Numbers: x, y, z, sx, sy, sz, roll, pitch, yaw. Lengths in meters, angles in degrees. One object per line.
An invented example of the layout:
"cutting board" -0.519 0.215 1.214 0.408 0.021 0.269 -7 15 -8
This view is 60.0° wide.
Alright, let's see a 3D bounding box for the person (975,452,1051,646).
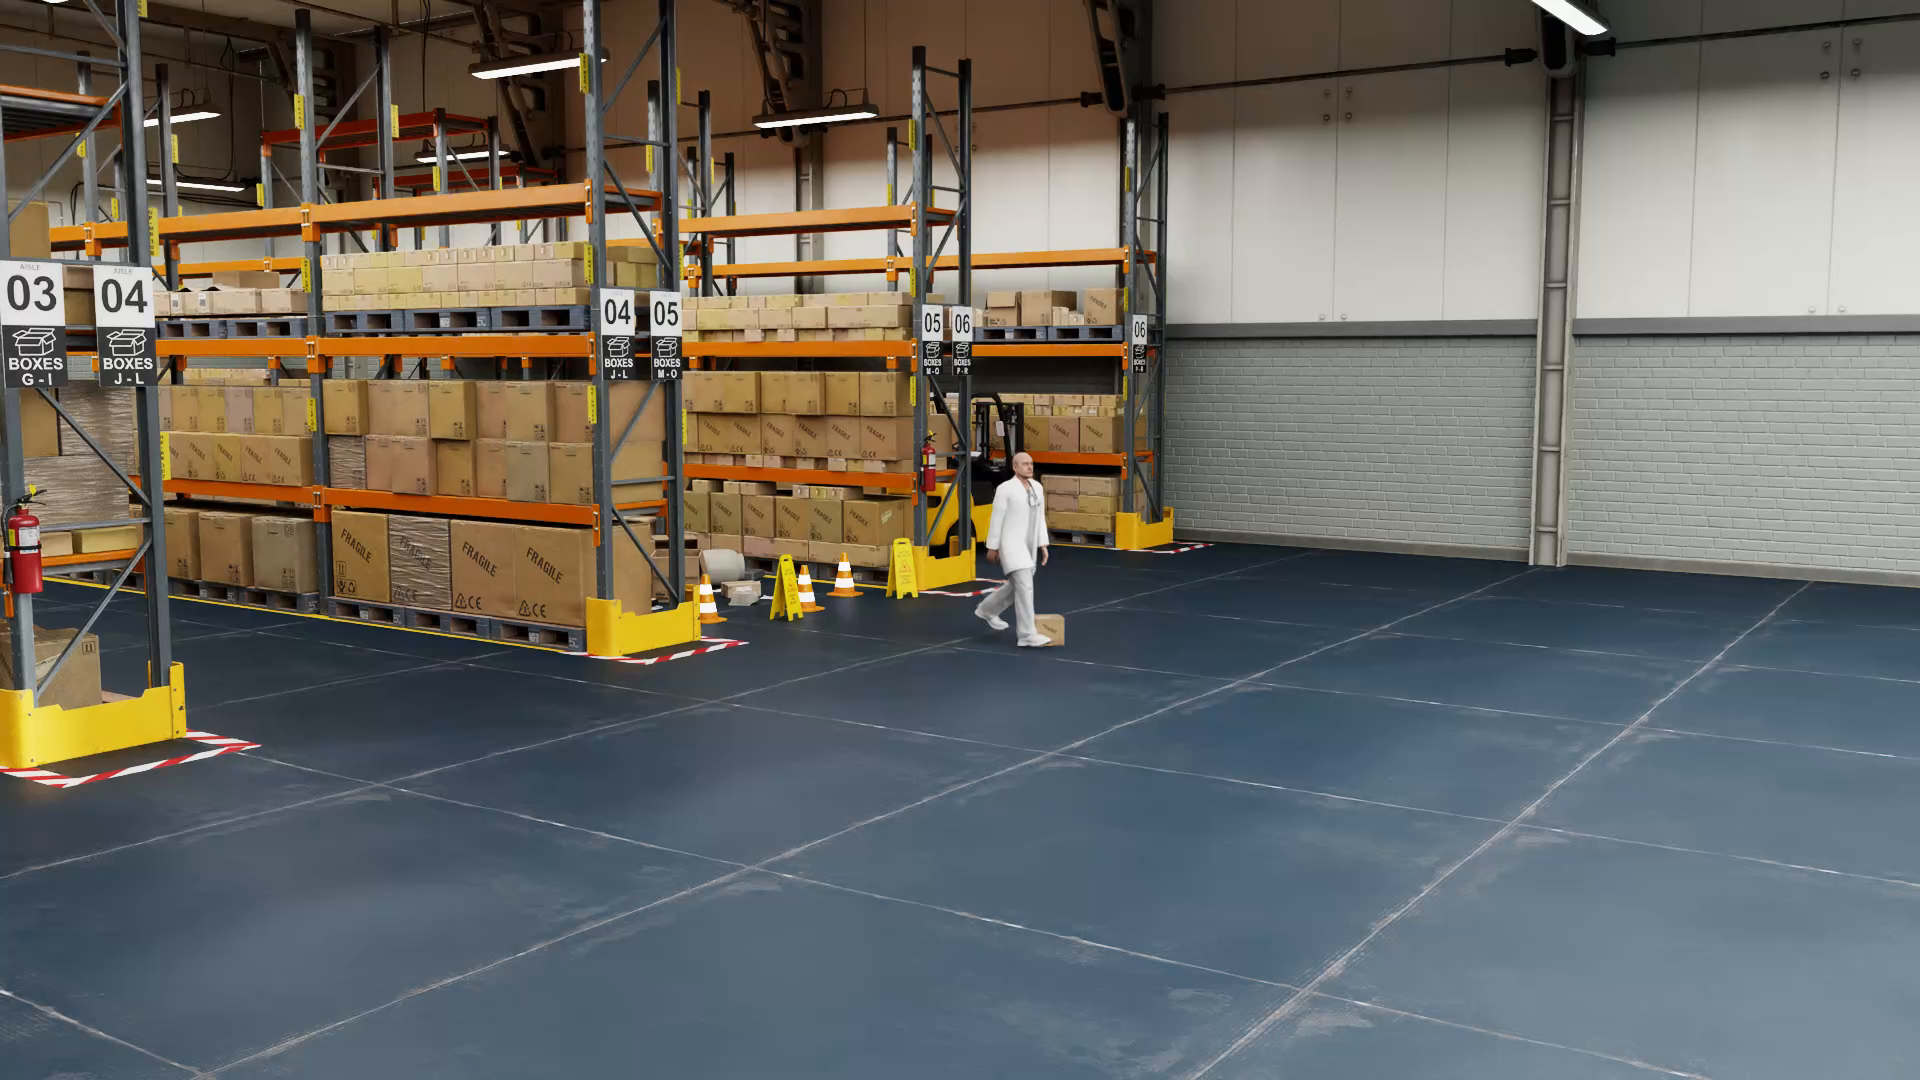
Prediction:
"person" 0.488 0.063 15.202 1.058 1.744 0.554 5 8 41
